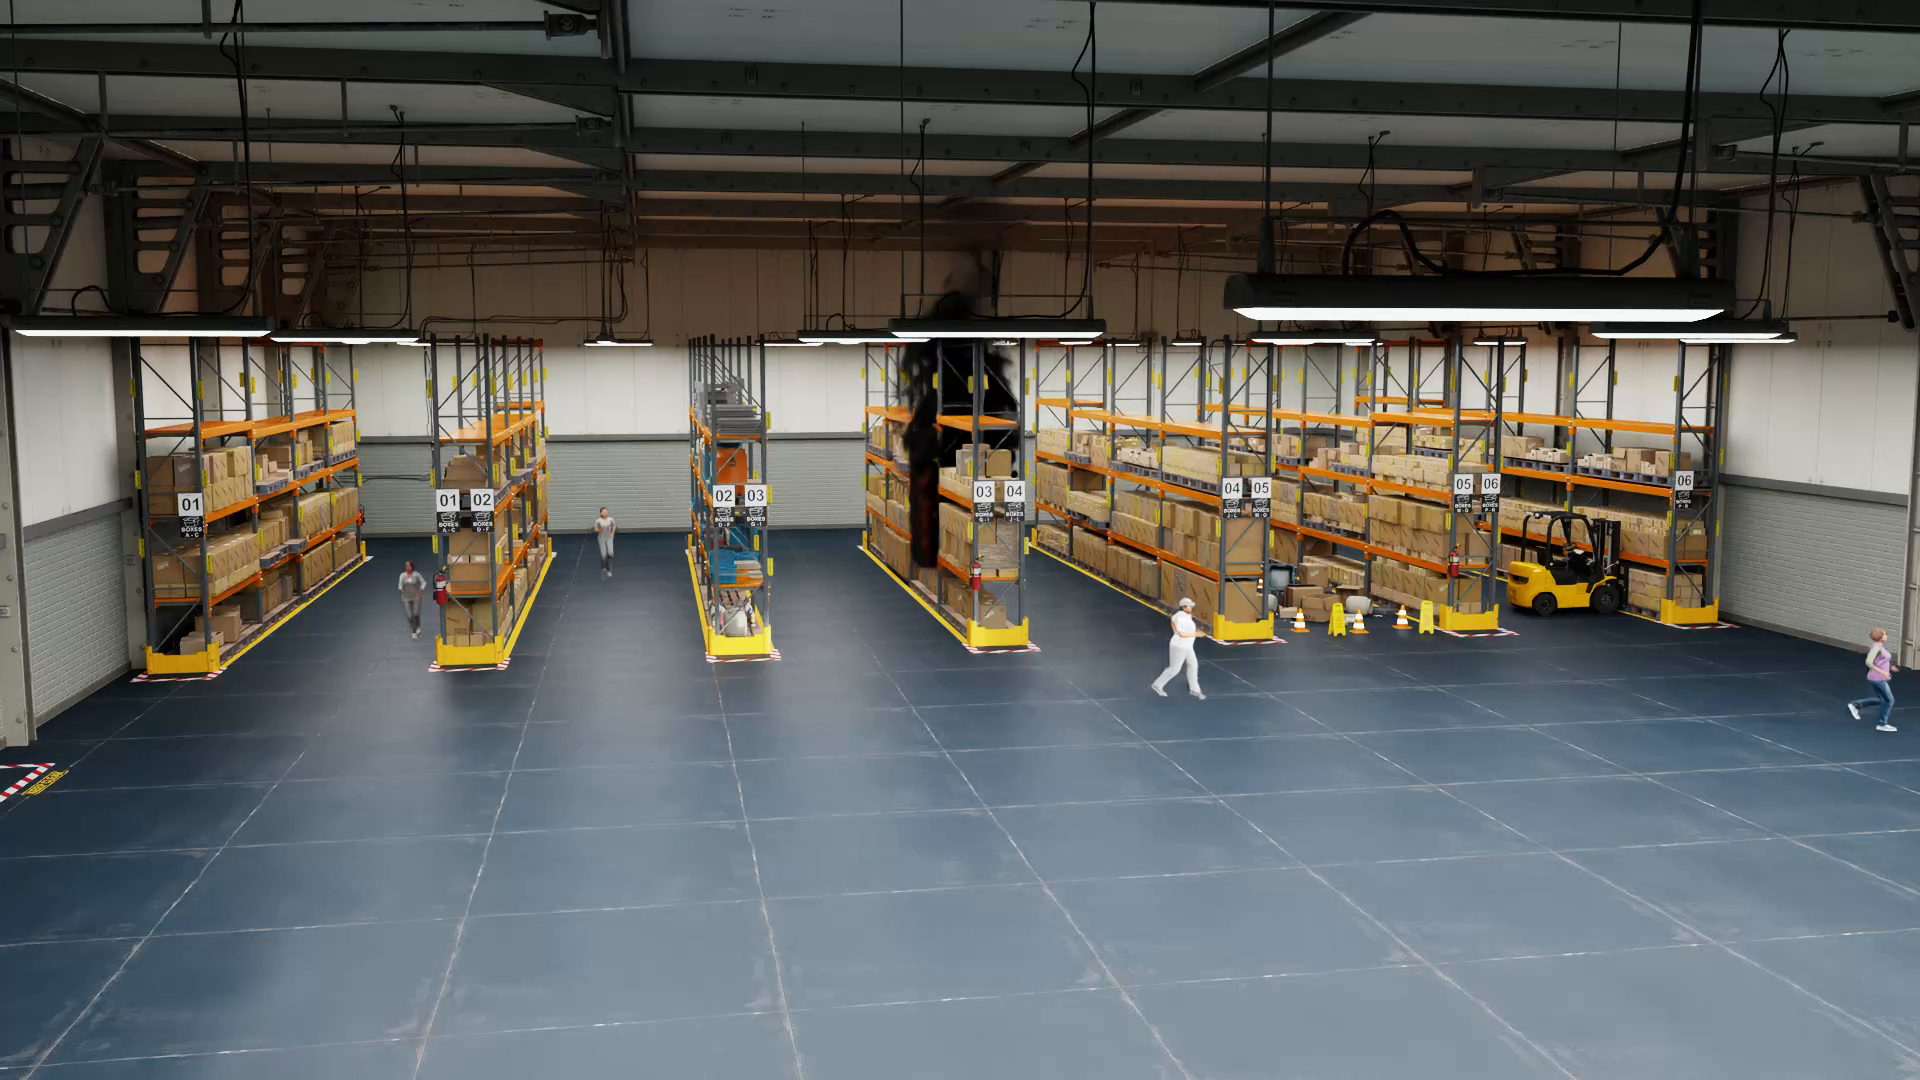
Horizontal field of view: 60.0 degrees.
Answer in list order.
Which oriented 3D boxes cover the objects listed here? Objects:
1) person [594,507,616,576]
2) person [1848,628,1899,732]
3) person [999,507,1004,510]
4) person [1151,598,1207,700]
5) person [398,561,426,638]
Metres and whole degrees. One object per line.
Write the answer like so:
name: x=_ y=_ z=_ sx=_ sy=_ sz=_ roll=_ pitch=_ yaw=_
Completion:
person: x=-8.705 y=0.036 z=40.837 sx=0.544 sy=1.687 sz=0.695 roll=-2 pitch=7 yaw=-16
person: x=13.773 y=2.088 z=25.040 sx=0.680 sy=1.553 sz=0.542 roll=4 pitch=8 yaw=33
person: x=1.037 y=-0.614 z=47.556 sx=0.718 sy=1.750 sz=0.986 roll=1 pitch=7 yaw=7
person: x=3.598 y=1.779 z=27.228 sx=0.901 sy=1.684 sz=0.568 roll=2 pitch=7 yaw=18
person: x=-10.812 y=1.184 z=32.787 sx=0.508 sy=1.558 sz=0.586 roll=-1 pitch=7 yaw=-10
